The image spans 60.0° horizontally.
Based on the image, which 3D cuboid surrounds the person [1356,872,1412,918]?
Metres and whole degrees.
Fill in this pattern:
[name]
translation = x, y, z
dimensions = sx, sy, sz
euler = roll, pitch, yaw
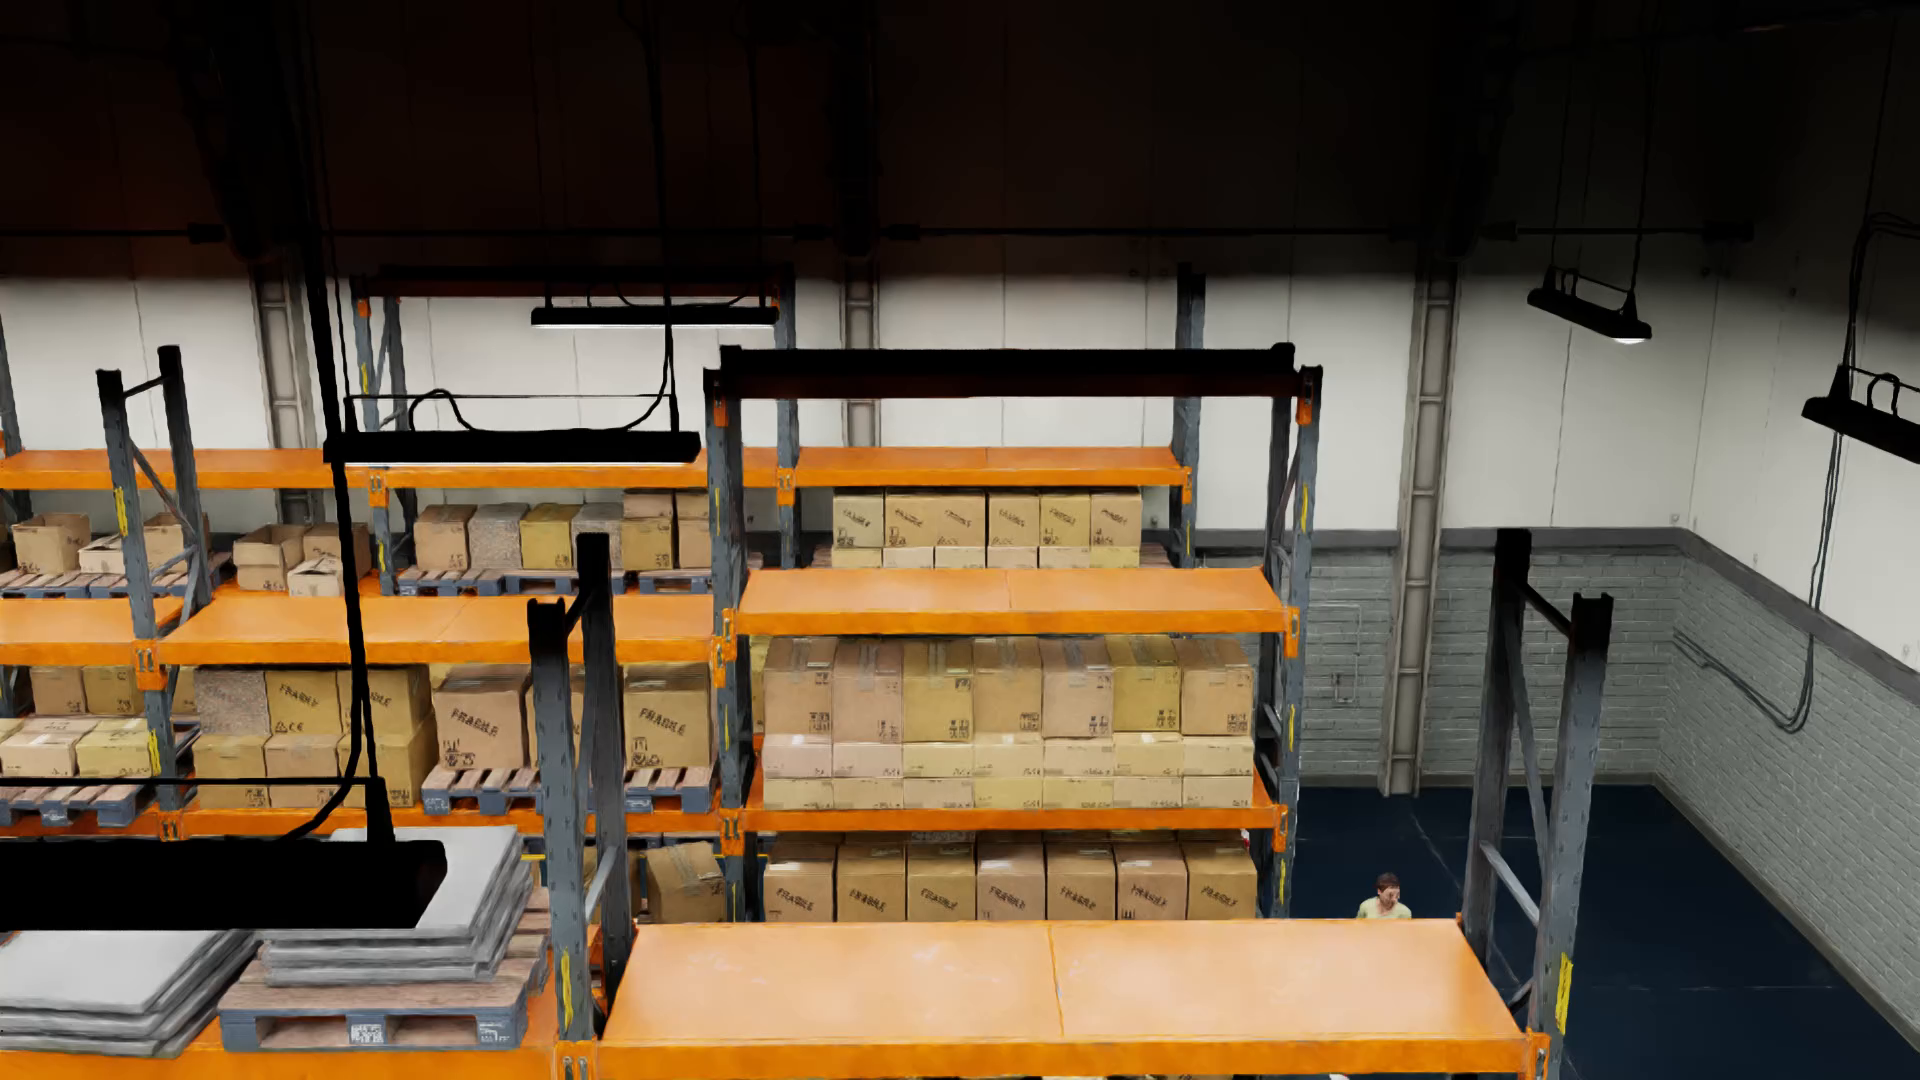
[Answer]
[person]
translation = 3.388, 3.454, 13.681
dimensions = 0.627, 1.667, 0.422
euler = 7, 18, 23
